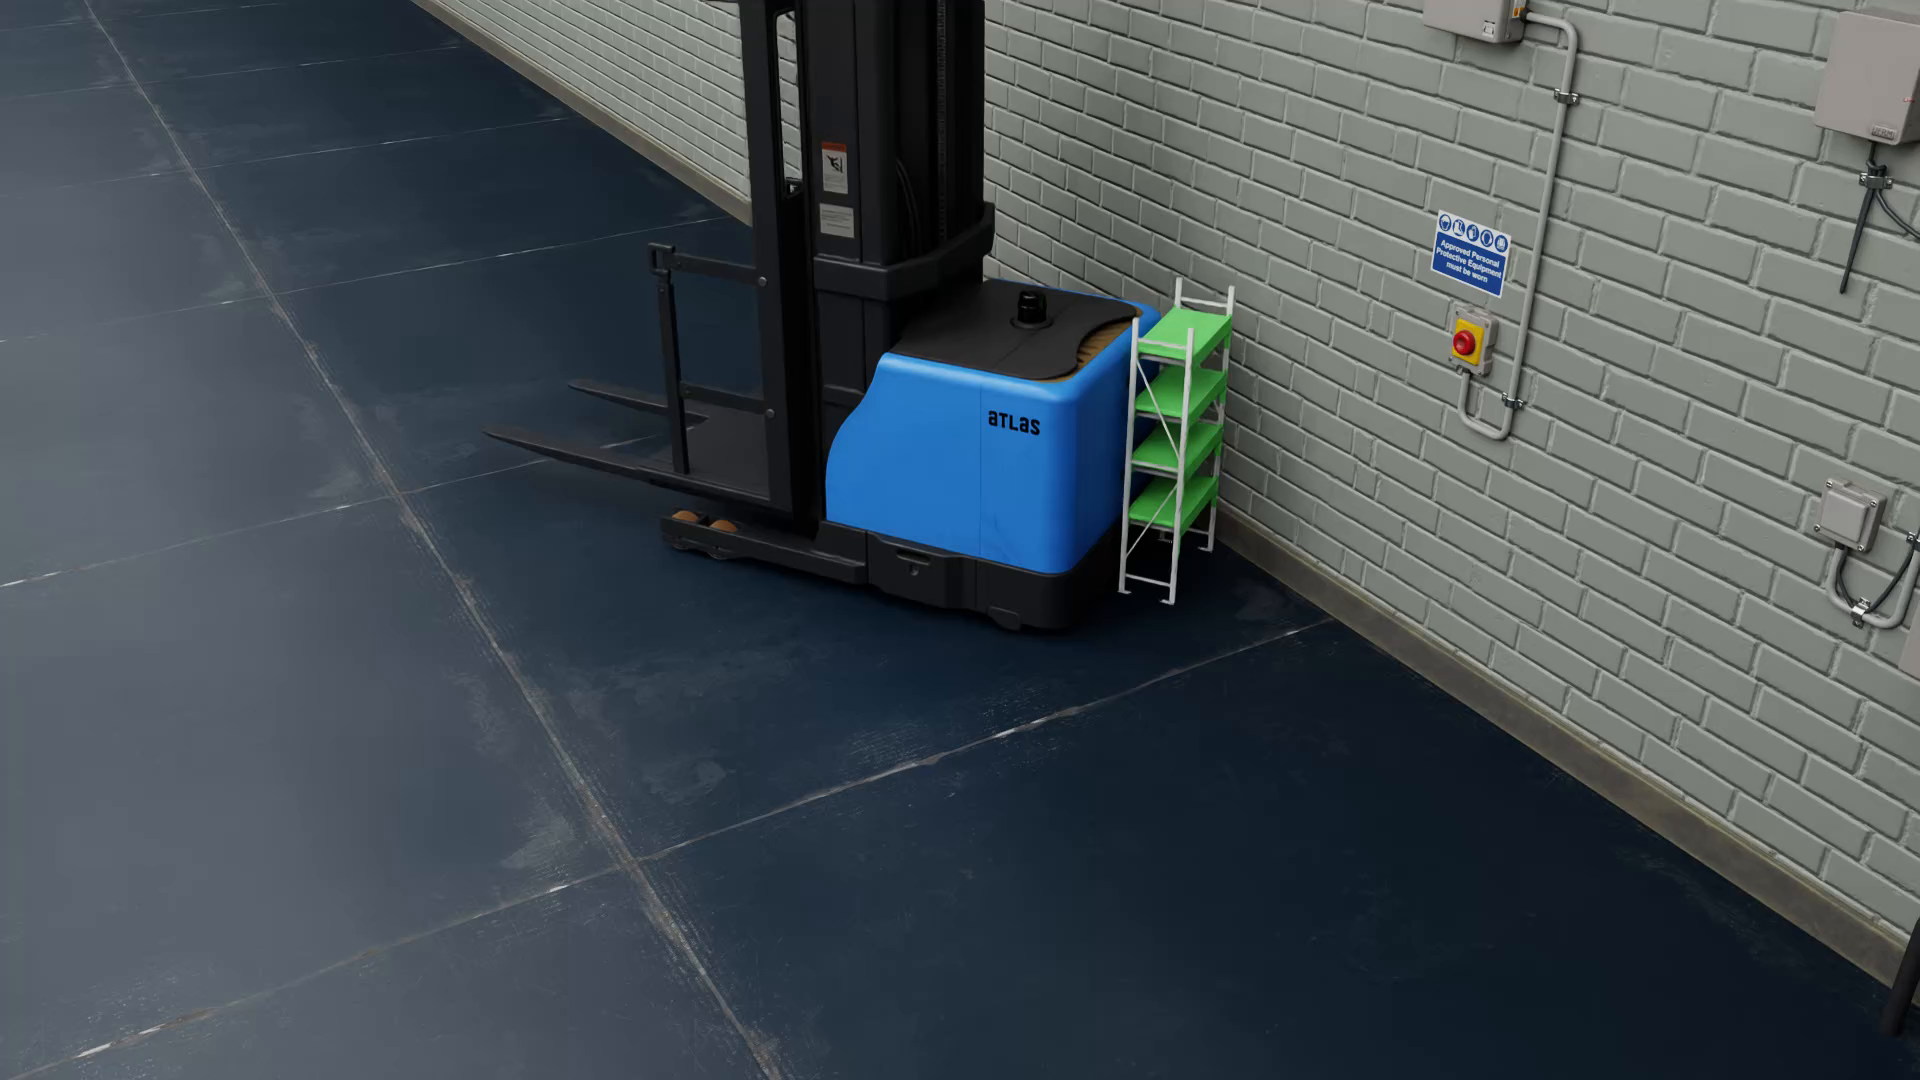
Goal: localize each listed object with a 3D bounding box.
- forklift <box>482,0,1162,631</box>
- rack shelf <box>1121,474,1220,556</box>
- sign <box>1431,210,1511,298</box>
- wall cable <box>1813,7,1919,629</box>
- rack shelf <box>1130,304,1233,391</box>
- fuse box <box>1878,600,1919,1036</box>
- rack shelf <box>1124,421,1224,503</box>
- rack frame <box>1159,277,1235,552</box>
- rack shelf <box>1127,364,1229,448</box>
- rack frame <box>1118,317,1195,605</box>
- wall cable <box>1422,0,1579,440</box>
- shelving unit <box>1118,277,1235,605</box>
[{"bbox_3d":[-0.716,-1.410,6.772,3.031,2.935,1.130,14,32,23],"label":"forklift"},{"bbox_3d":[0.872,-0.129,6.870,0.258,0.148,0.480,13,32,22],"label":"rack shelf"},{"bbox_3d":[1.723,-0.969,5.621,0.001,0.218,0.327,-16,33,-26],"label":"sign"},{"bbox_3d":[2.423,-0.672,4.312,0.122,1.984,0.588,-16,33,-26],"label":"wall cable"},{"bbox_3d":[0.872,-0.759,6.522,0.258,0.148,0.480,13,32,22],"label":"rack shelf"},{"bbox_3d":[2.633,0.660,4.284,0.414,1.711,0.539,-16,33,-26],"label":"fuse box"},{"bbox_3d":[0.872,-0.339,6.754,0.258,0.148,0.480,13,32,22],"label":"rack shelf"},{"bbox_3d":[0.978,-0.501,6.916,0.240,1.200,0.015,13,32,22],"label":"rack frame"},{"bbox_3d":[0.872,-0.549,6.638,0.258,0.148,0.480,13,32,22],"label":"rack shelf"},{"bbox_3d":[0.765,-0.289,6.531,0.240,1.200,0.015,13,32,22],"label":"rack frame"},{"bbox_3d":[1.694,-1.274,5.370,0.123,1.953,0.585,-16,33,-26],"label":"wall cable"},{"bbox_3d":[0.872,-0.395,6.723,0.258,1.200,0.503,13,32,22],"label":"shelving unit"}]
